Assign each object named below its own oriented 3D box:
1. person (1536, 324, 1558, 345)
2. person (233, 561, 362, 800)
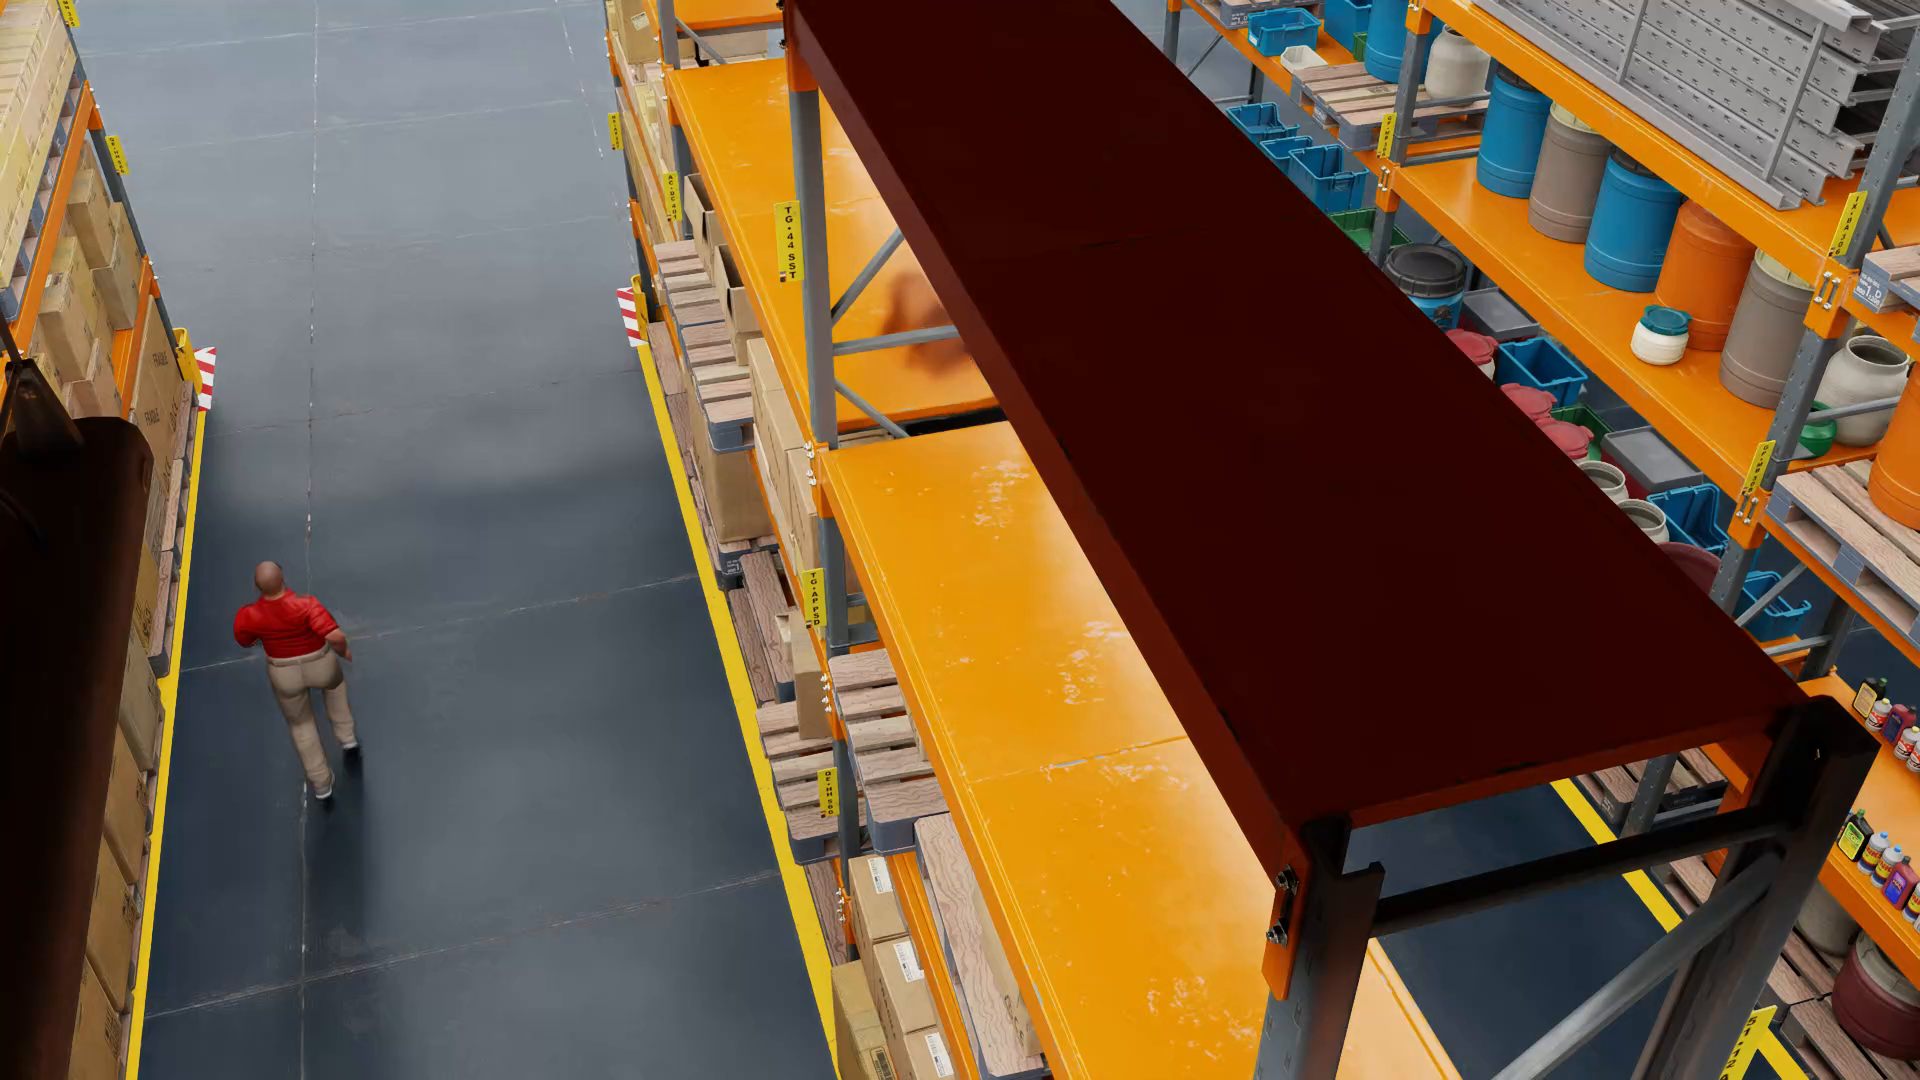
[{"bbox_3d":[4.906,-1.777,13.681,0.657,1.743,0.605,-18,42,-21],"label":"person"},{"bbox_3d":[-4.100,0.836,10.406,0.631,1.798,0.768,-14,40,-17],"label":"person"}]
